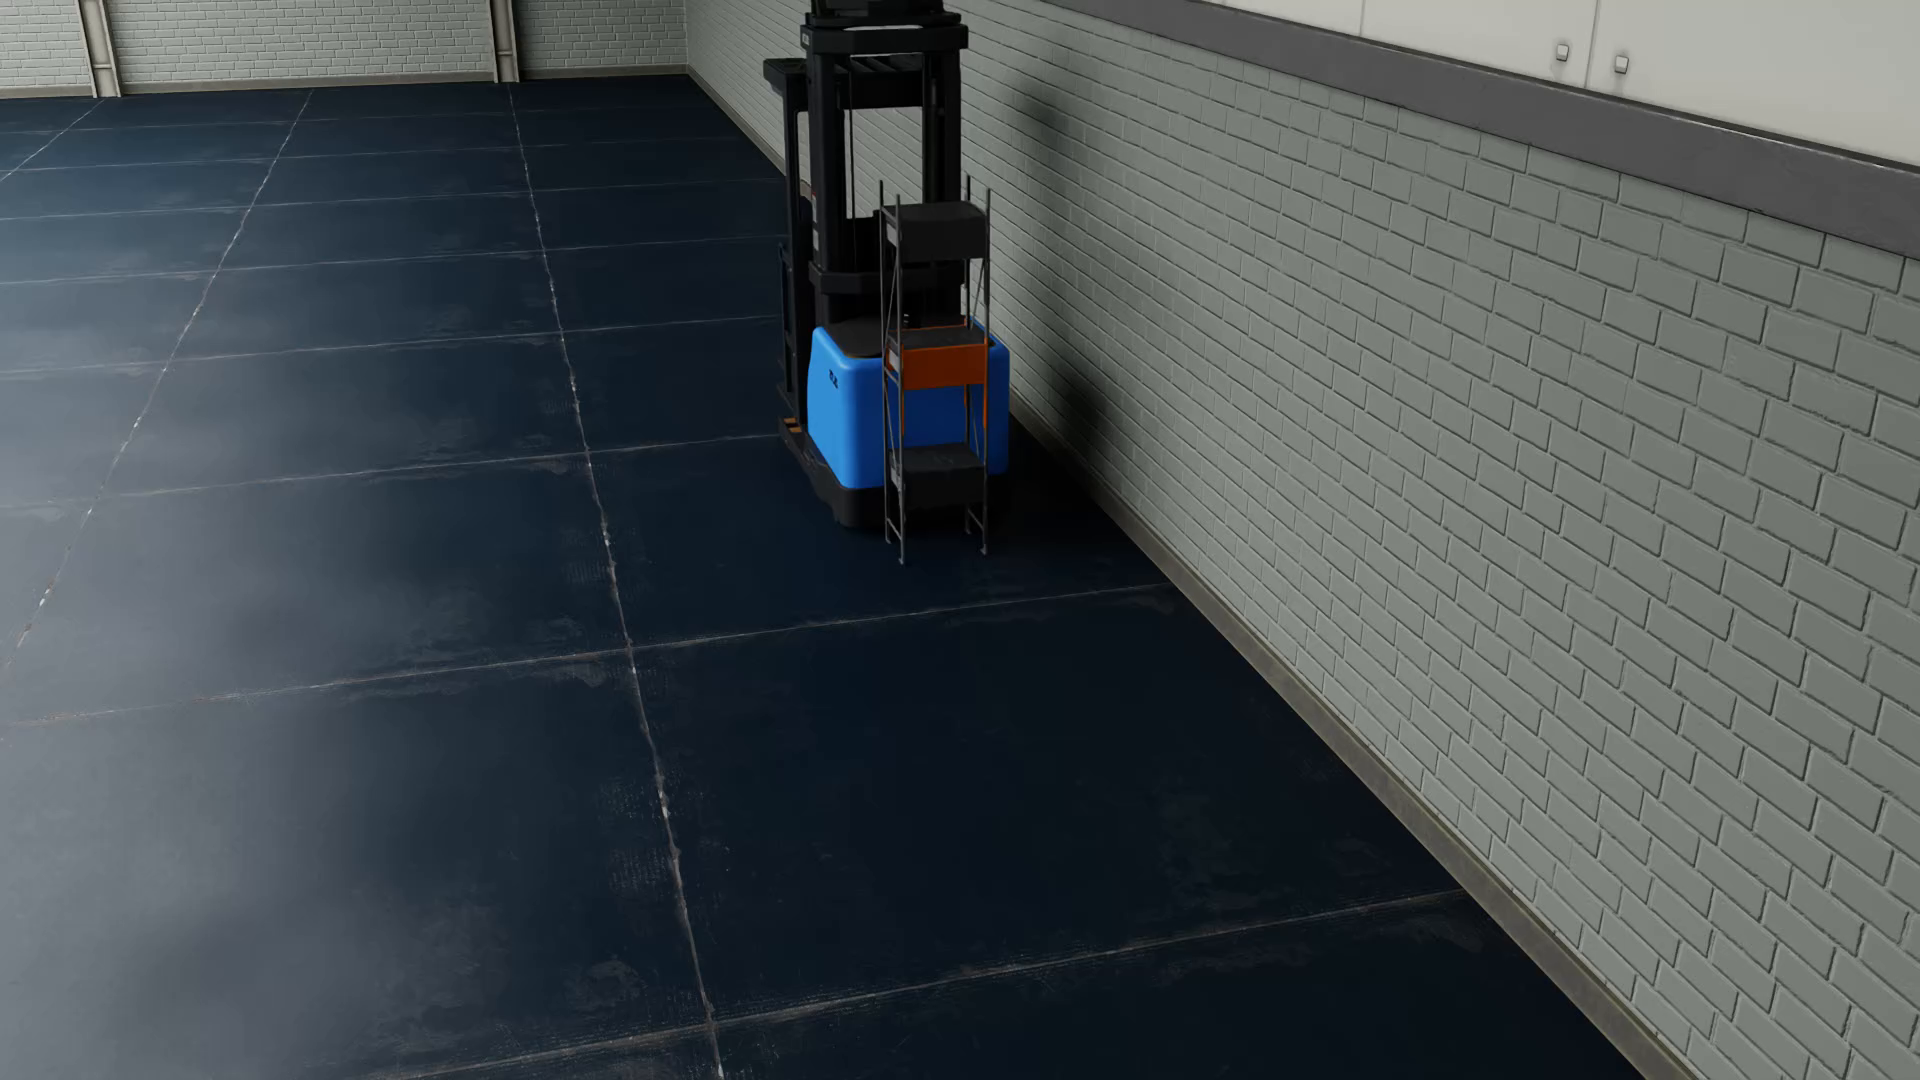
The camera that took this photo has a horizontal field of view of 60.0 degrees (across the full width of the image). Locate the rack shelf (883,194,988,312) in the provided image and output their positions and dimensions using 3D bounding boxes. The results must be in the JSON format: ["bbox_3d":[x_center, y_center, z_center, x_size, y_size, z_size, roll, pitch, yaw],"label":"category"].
[{"bbox_3d":[-0.139,-1.551,8.962,0.480,0.518,0.431,-7,24,-15],"label":"rack shelf"}]

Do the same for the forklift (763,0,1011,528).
[{"bbox_3d":[-0.600,-1.973,10.630,1.130,2.935,3.031,-7,24,-15],"label":"forklift"}]

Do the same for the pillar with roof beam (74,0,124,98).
[{"bbox_3d":[-12.057,-9.403,20.252,0.400,9.000,9.100,-6,24,-14],"label":"pillar with roof beam"}]

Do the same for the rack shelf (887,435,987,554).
[{"bbox_3d":[-0.139,-0.265,9.514,0.480,0.518,0.431,-7,24,-15],"label":"rack shelf"}]

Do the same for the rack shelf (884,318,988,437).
[{"bbox_3d":[-0.139,-0.908,9.238,0.480,0.518,0.431,-7,24,-15],"label":"rack shelf"}]

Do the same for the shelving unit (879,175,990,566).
[{"bbox_3d":[-0.139,-0.920,9.232,0.503,2.100,0.431,-7,24,-15],"label":"shelving unit"}]

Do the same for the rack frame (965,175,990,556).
[{"bbox_3d":[0.095,-0.948,9.296,0.015,2.100,0.400,-7,24,-15],"label":"rack frame"}]

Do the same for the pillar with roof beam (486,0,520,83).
[{"bbox_3d":[-6.280,-10.042,21.741,0.400,9.000,9.100,-6,24,-14],"label":"pillar with roof beam"}]

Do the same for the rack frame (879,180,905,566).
[{"bbox_3d":[-0.373,-0.893,9.169,0.015,2.100,0.400,-7,24,-15],"label":"rack frame"}]
